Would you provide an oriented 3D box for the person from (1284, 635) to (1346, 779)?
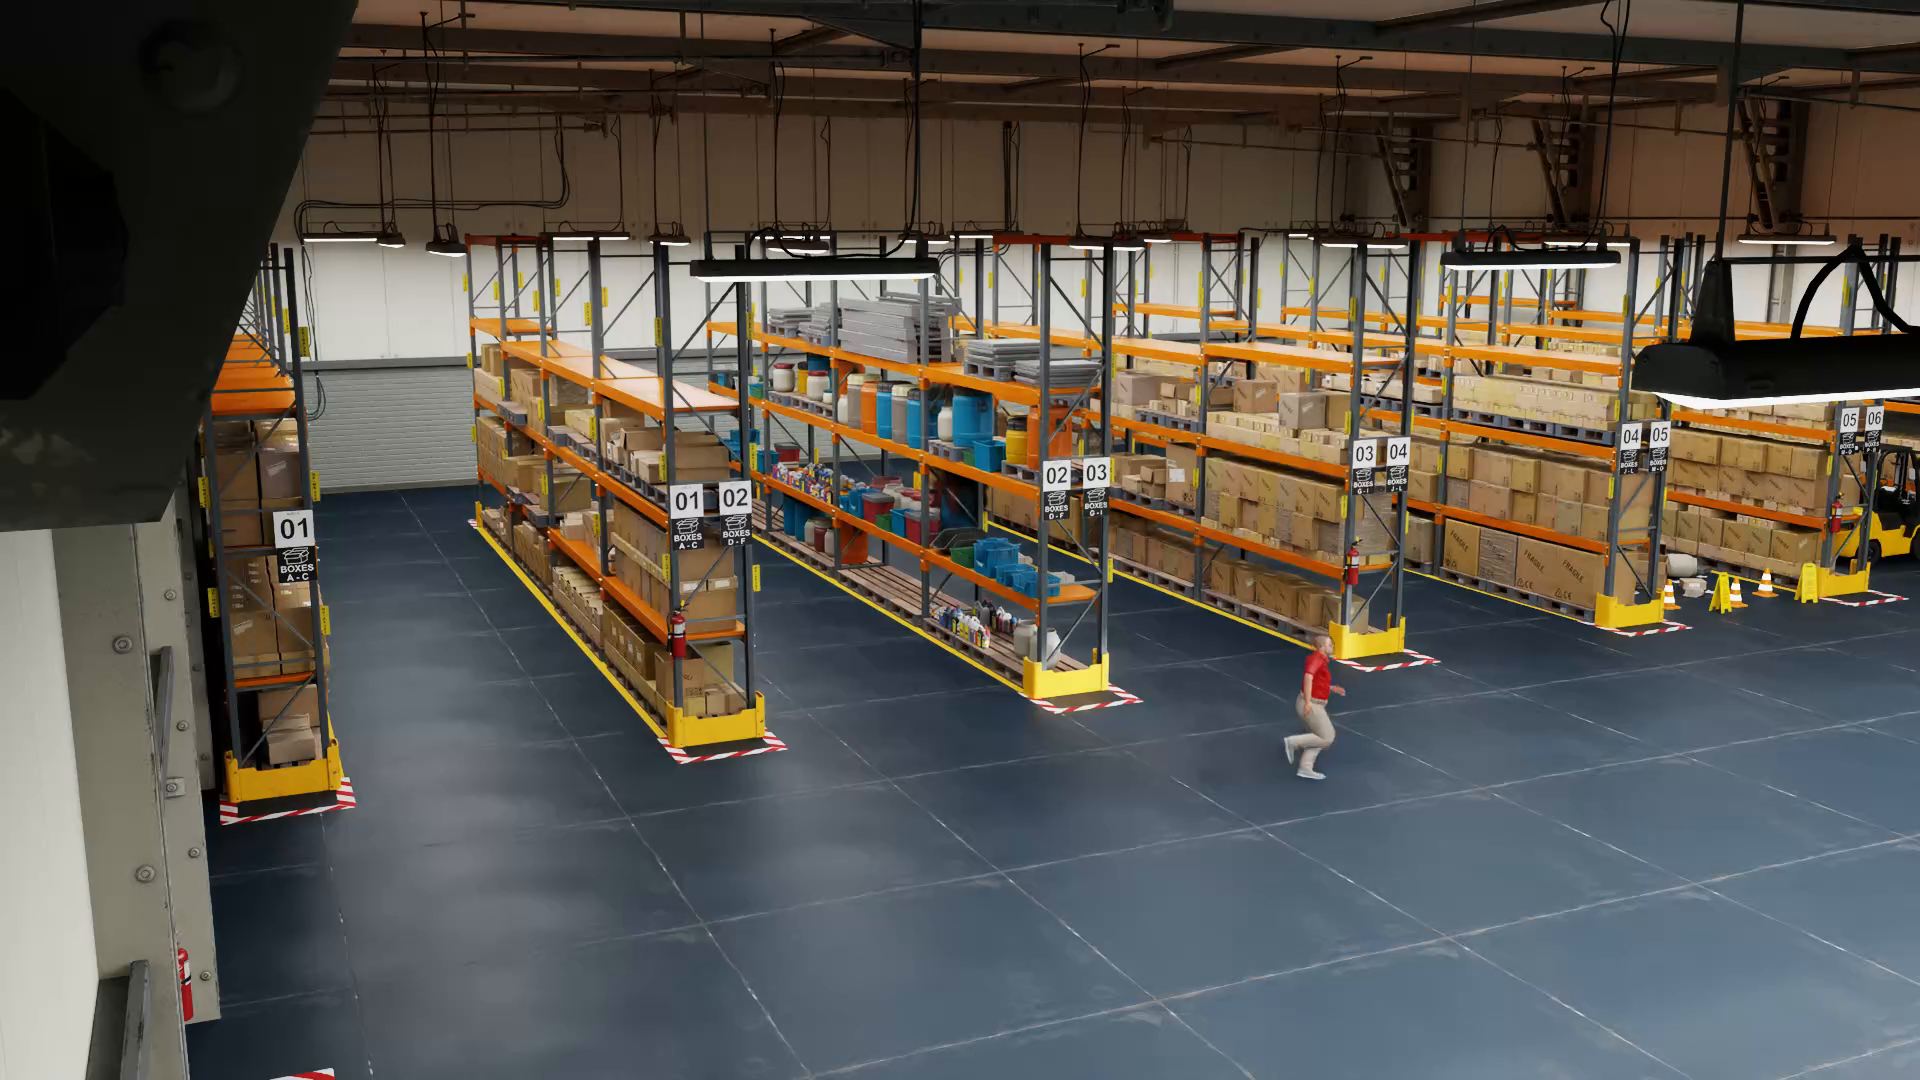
[{"bbox_3d":[4.049,1.915,18.954,0.692,1.682,0.704,1,11,4],"label":"person"}]
